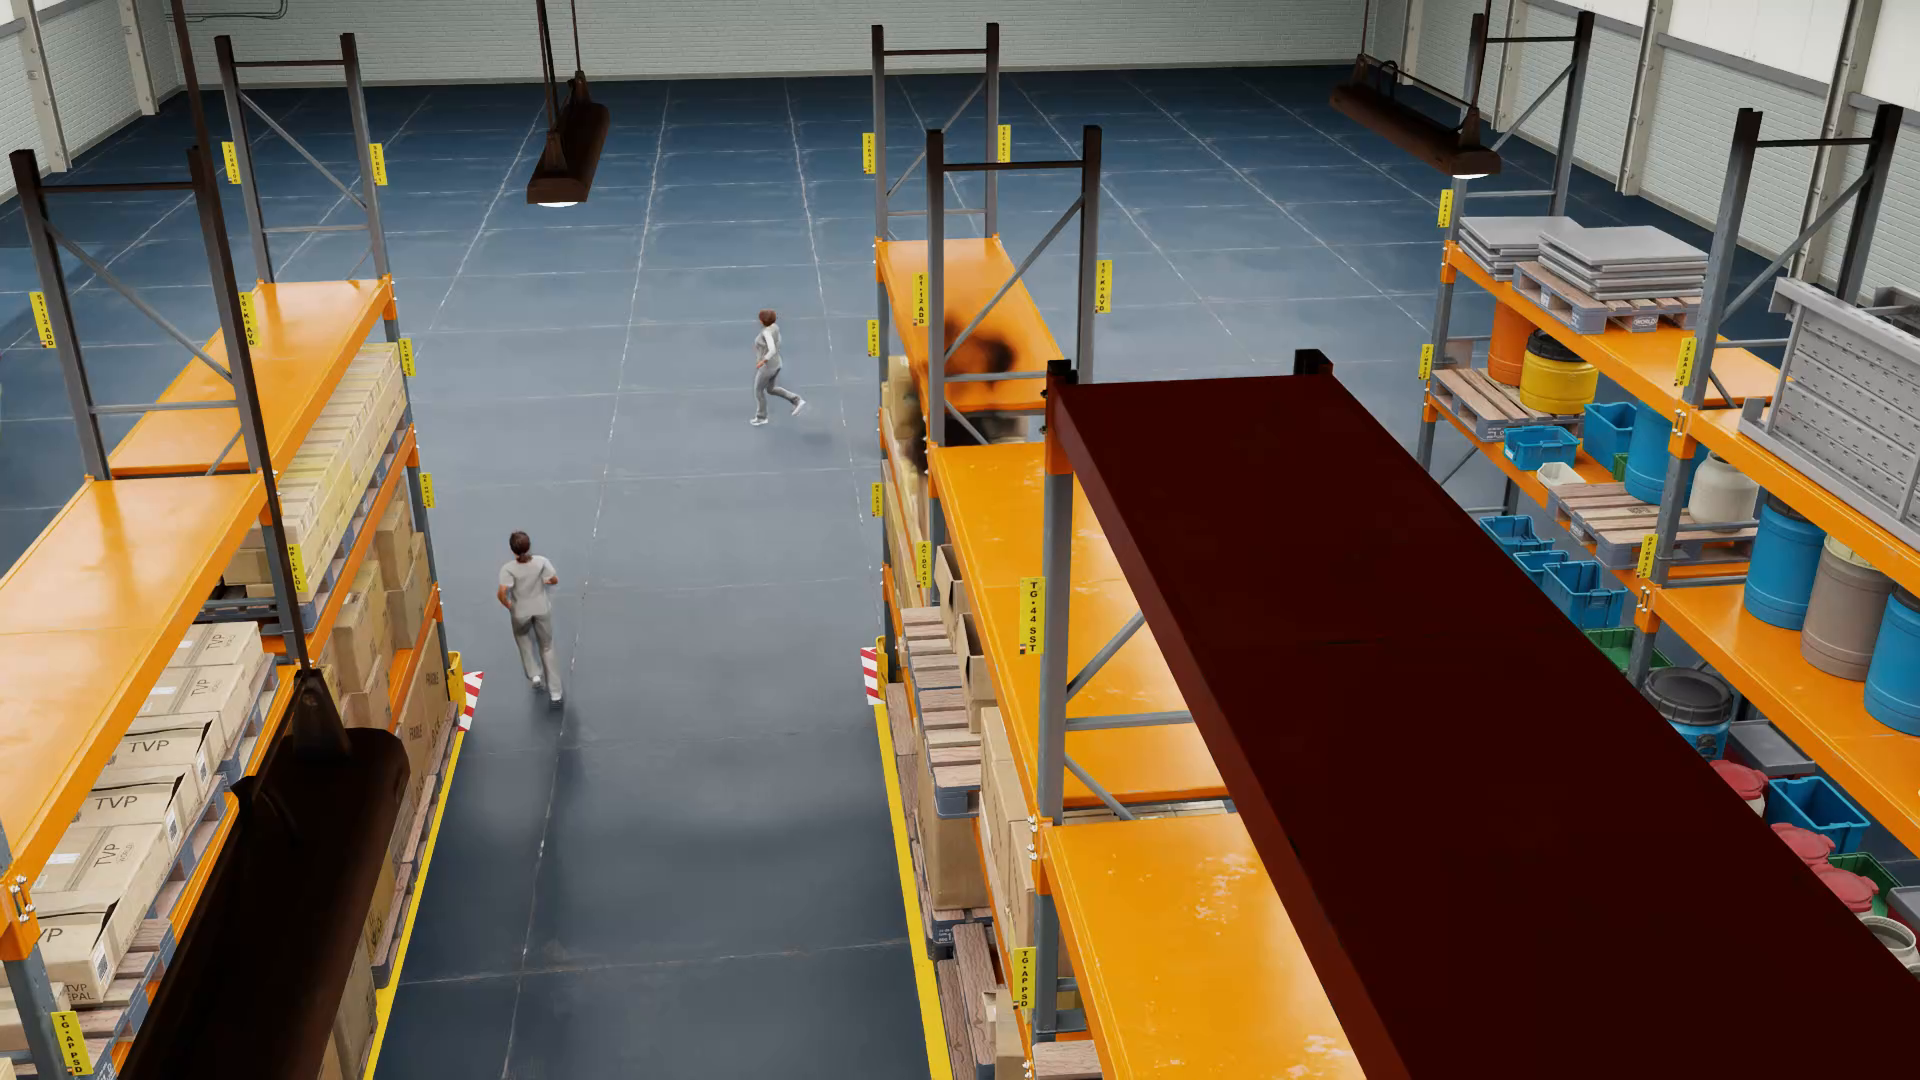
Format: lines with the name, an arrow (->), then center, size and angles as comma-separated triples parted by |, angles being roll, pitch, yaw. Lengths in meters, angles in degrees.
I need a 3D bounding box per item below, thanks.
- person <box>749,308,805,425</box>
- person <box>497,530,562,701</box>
person -> -2.408, -2.197, 21.312 | 0.737, 1.598, 0.553 | 7, 26, 15
person -> -3.909, 0.702, 15.139 | 0.567, 1.696, 0.660 | -9, 27, -19
